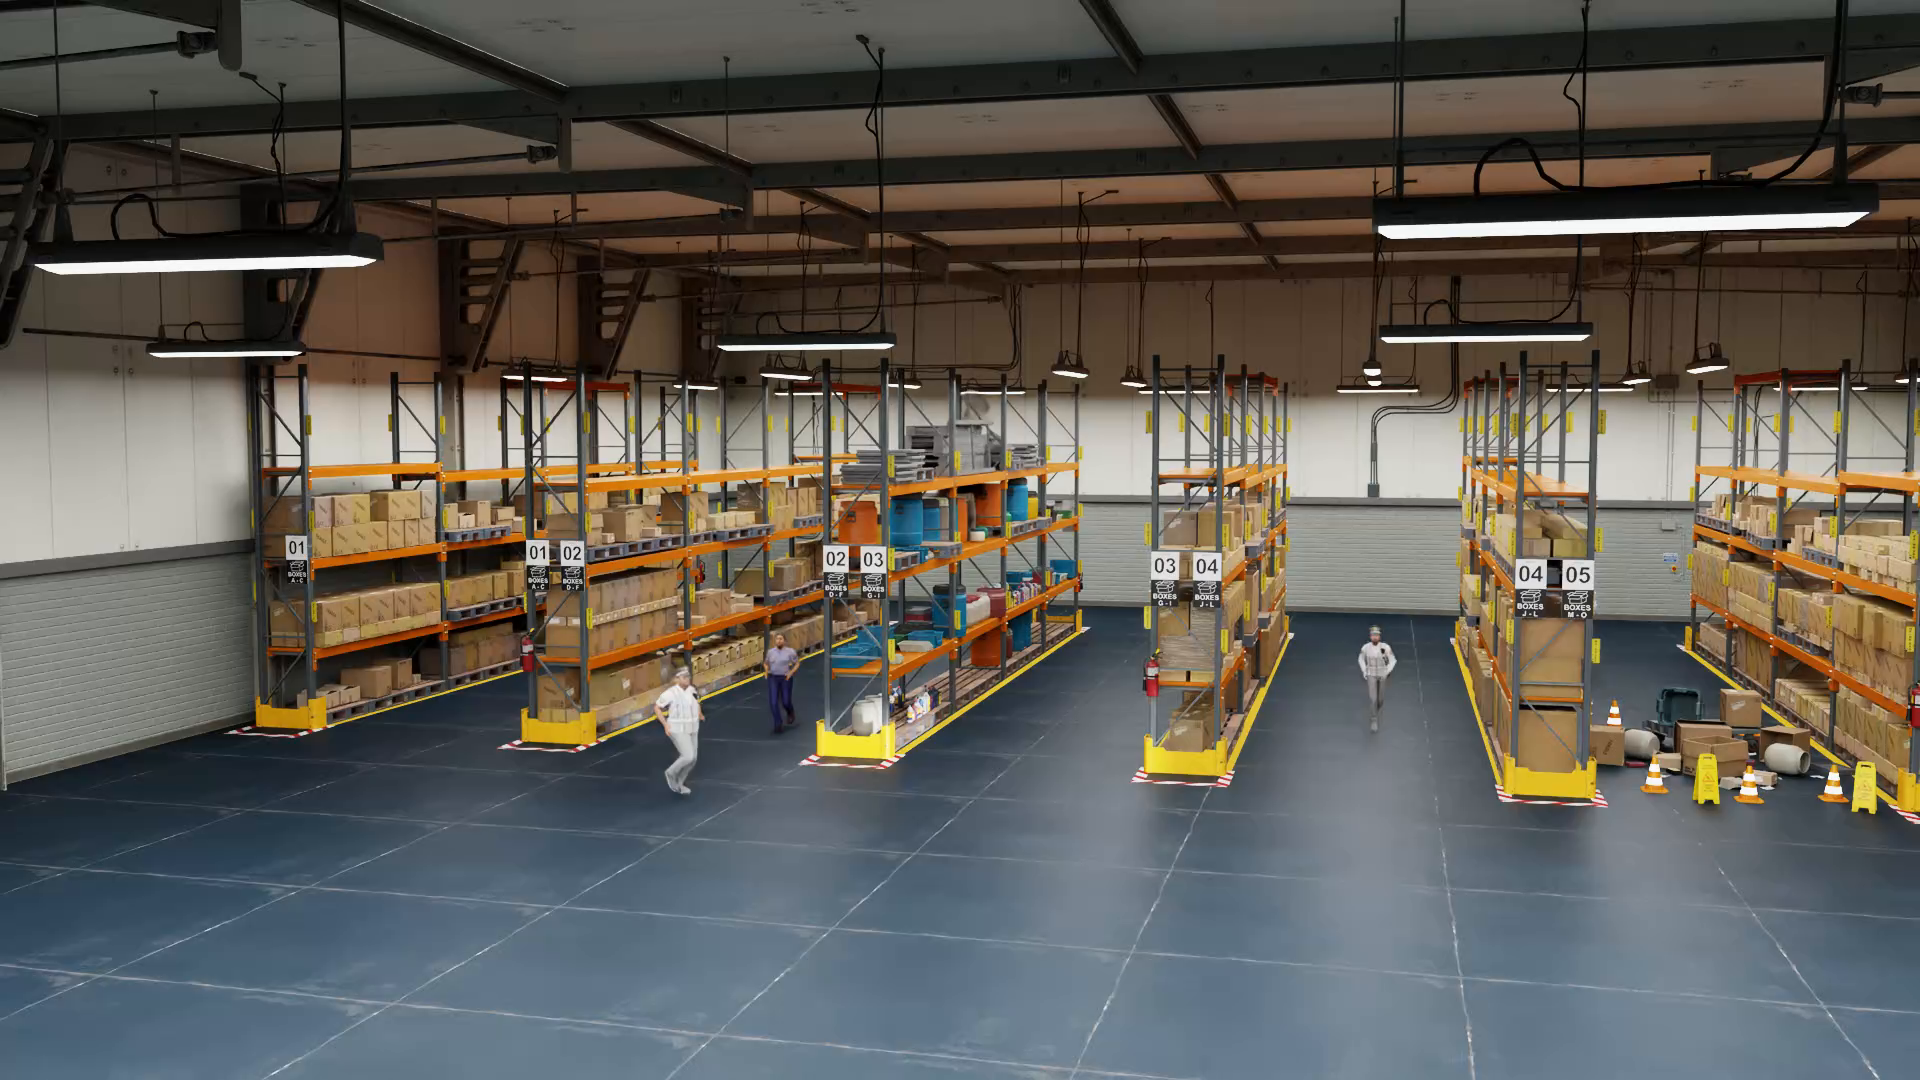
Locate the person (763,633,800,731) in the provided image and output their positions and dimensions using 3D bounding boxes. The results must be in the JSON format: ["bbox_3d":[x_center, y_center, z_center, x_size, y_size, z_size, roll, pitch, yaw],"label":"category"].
[{"bbox_3d":[-2.948,2.320,27.333,0.605,1.593,0.578,1,4,7],"label":"person"}]

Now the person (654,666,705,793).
[{"bbox_3d":[-3.710,2.576,22.513,0.612,1.738,0.653,3,5,36],"label":"person"}]

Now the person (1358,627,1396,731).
[{"bbox_3d":[6.911,2.268,27.563,0.613,1.705,0.725,1,4,14],"label":"person"}]
